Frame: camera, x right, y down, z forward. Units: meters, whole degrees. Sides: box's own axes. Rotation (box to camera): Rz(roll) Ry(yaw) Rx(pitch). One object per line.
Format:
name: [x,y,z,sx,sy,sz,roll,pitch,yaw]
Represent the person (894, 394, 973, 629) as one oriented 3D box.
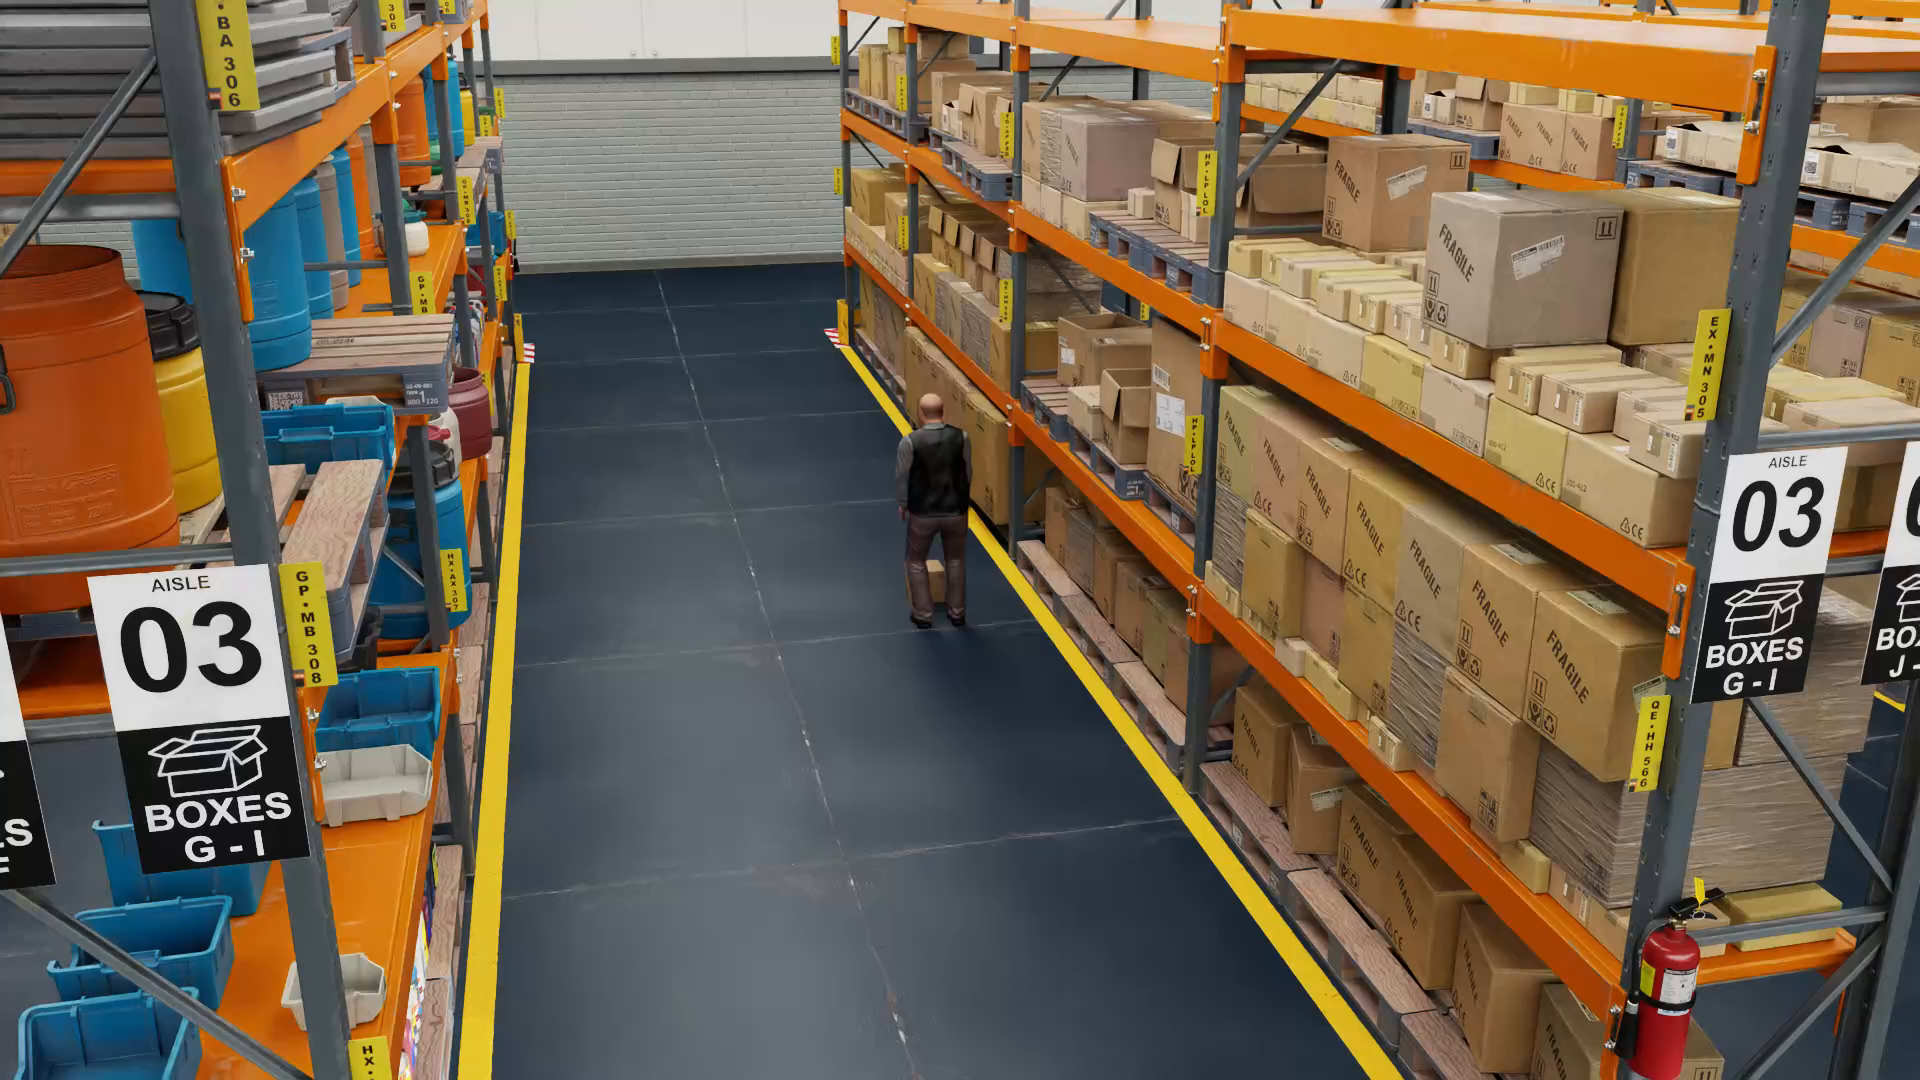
person: [-0.184,-0.193,11.733,0.556,1.679,0.423,-4,20,-11]
